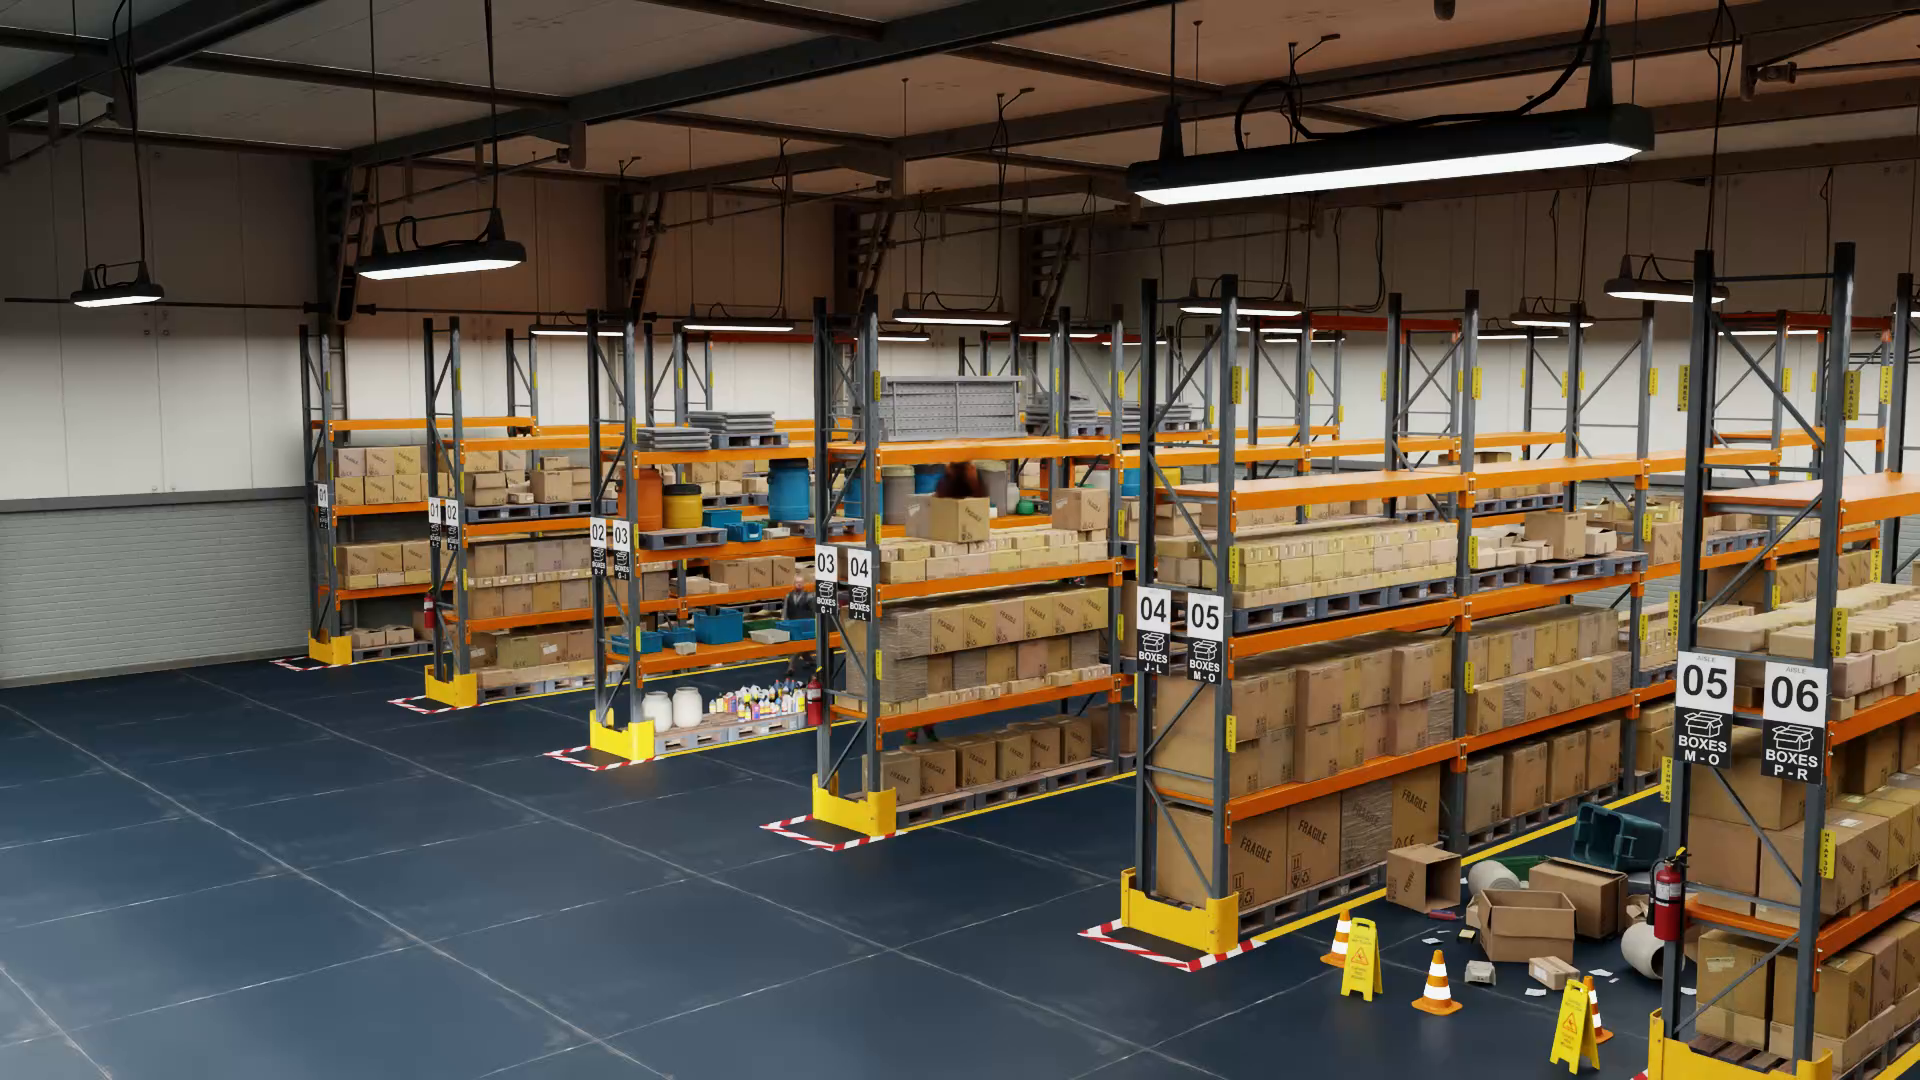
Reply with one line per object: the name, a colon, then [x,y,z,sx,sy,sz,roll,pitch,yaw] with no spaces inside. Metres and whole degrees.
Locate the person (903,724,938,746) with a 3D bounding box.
person: [-0.645,2.027,22.410,0.507,1.723,0.975,6,8,44]

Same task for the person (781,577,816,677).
person: [-2.793,1.465,28.380,0.486,1.678,1.006,5,7,40]
